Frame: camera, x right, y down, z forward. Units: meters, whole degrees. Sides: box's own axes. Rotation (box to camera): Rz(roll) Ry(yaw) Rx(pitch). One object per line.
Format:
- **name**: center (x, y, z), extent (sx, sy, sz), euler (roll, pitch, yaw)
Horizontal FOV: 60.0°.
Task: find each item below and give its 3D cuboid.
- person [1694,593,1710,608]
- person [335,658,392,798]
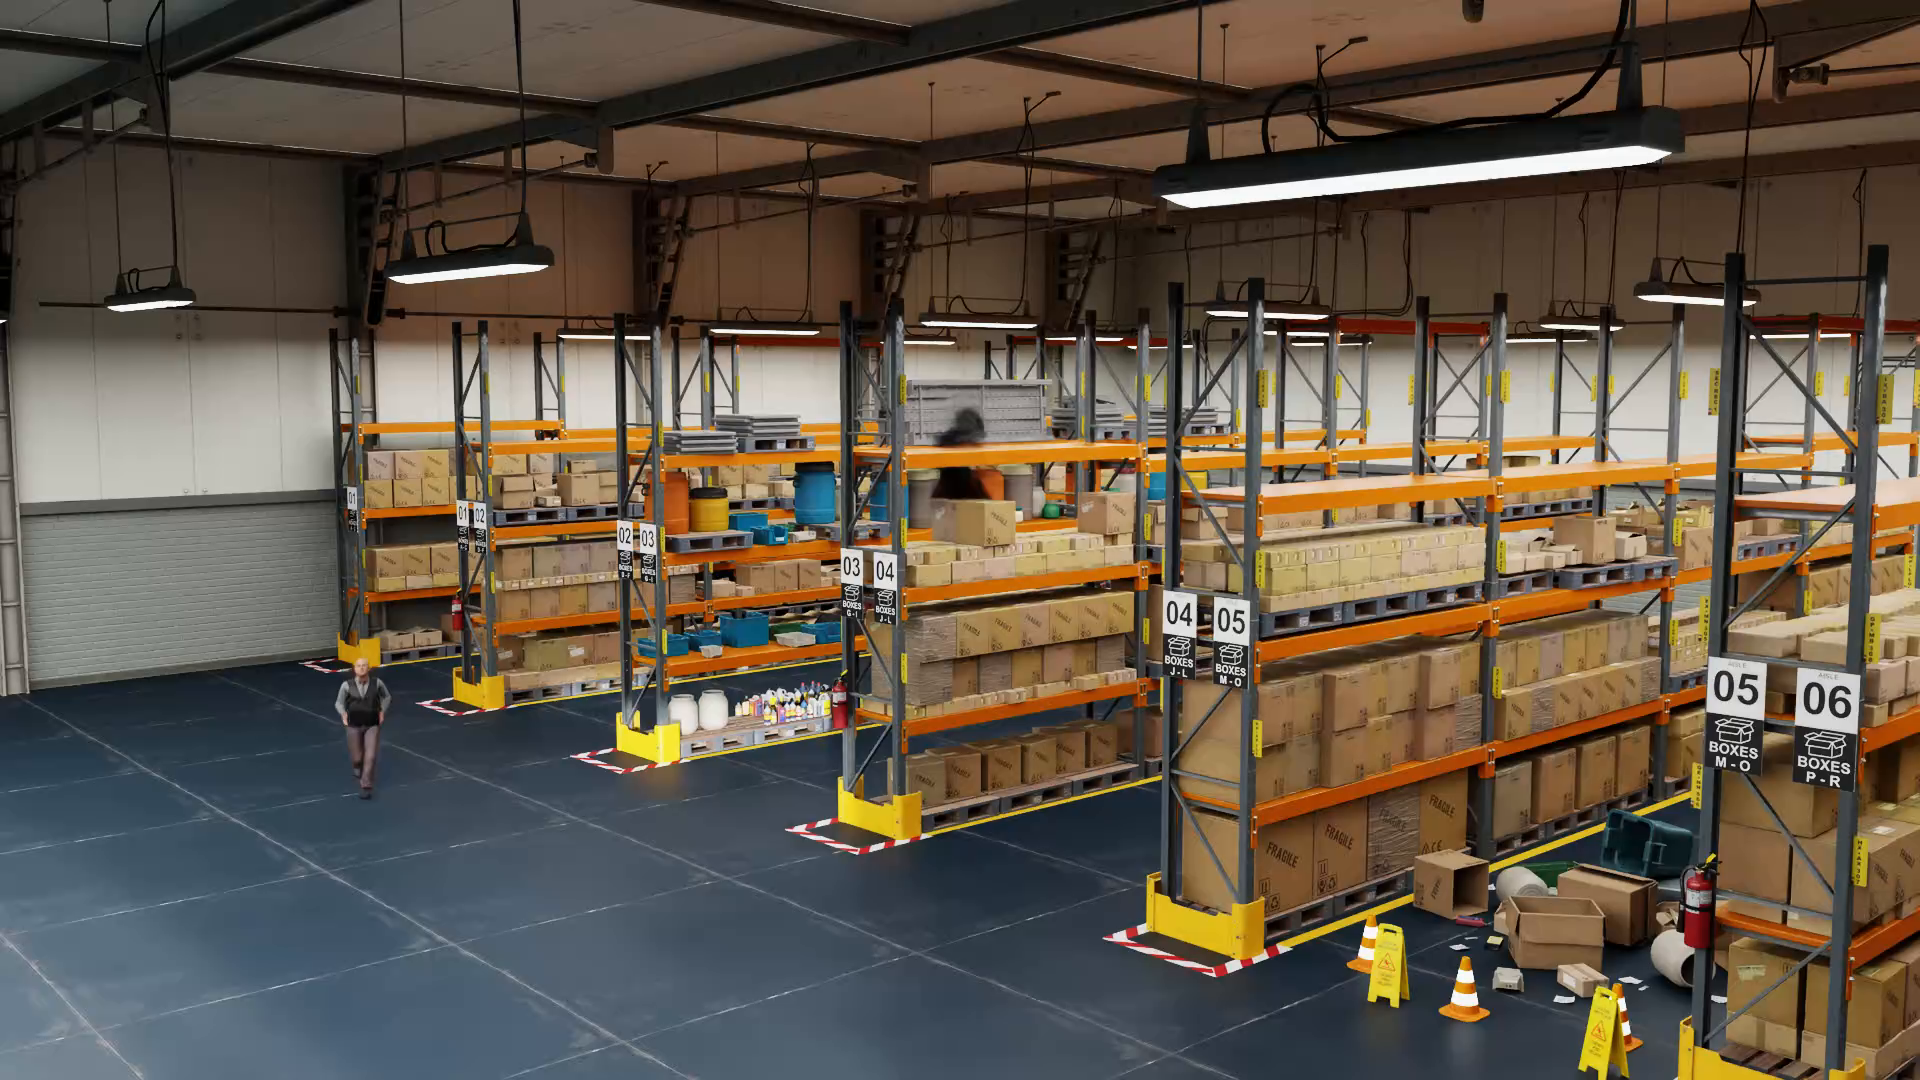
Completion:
- **person**: center (11.695, 1.725, 26.099), extent (0.827, 1.821, 0.752), euler (-4, 7, -36)
- **person**: center (-7.367, 2.298, 20.568), extent (0.659, 1.690, 0.765), euler (-2, 6, -20)
